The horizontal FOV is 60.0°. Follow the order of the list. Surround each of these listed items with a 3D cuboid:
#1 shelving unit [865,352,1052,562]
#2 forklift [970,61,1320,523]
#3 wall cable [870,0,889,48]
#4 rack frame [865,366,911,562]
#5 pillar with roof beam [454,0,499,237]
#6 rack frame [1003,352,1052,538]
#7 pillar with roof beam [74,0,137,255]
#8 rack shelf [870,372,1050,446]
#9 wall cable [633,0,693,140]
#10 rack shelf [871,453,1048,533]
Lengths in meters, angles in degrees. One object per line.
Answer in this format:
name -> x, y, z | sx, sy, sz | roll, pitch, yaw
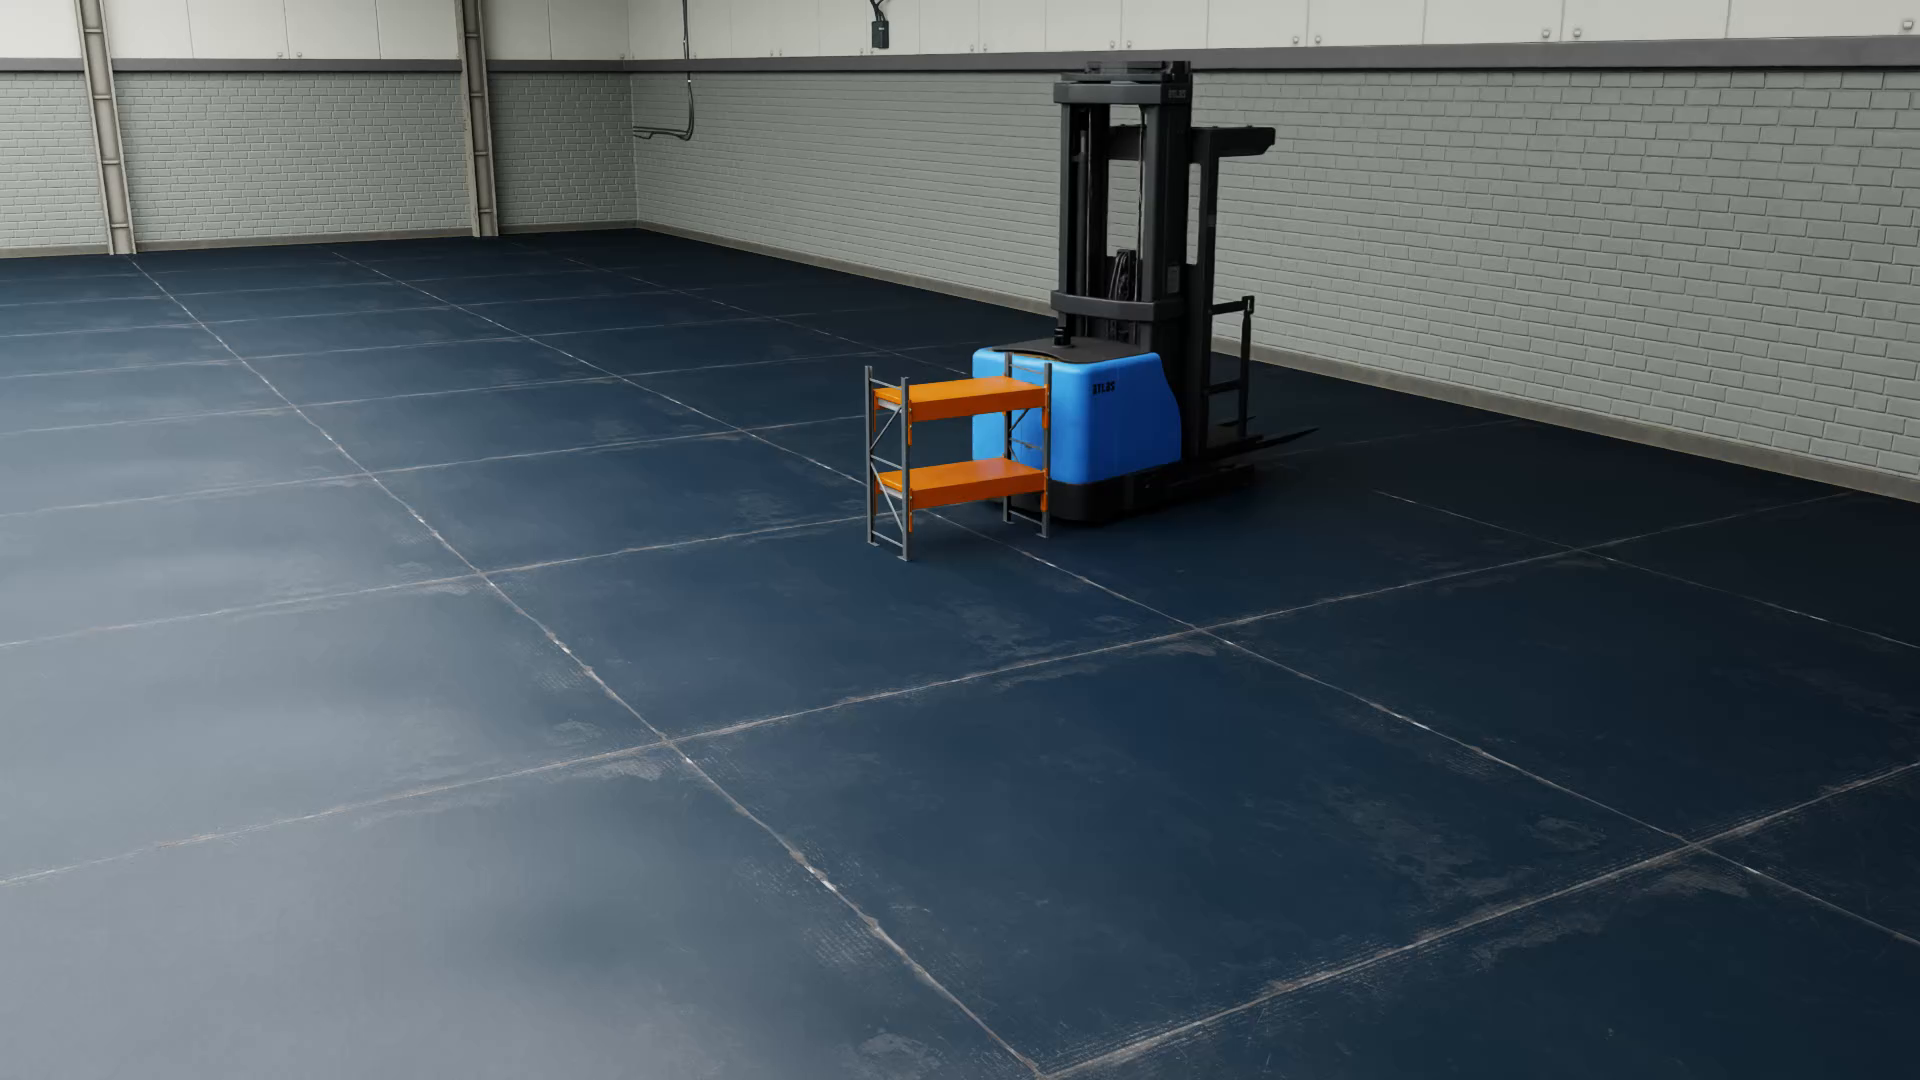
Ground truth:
shelving unit -> -0.006, -0.541, 10.408 | 1.048, 1.125, 0.538 | -9, 18, -30
forklift -> 1.471, -1.843, 11.708 | 3.031, 2.935, 1.130 | -15, 22, -43
wall cable -> -0.597, -9.442, 21.274 | 0.169, 6.003, 2.305 | -9, 18, -30
rack frame -> -0.442, -0.470, 10.156 | 0.032, 1.125, 0.500 | -9, 18, -30
pillar with roof beam -> -6.462, -8.904, 25.654 | 0.400, 9.000, 9.100 | -9, 18, -30
rack frame -> 0.430, -0.611, 10.661 | 0.032, 1.125, 0.500 | -9, 18, -30
pillar with roof beam -> -11.605, -8.070, 22.679 | 0.400, 9.000, 9.100 | -9, 18, -30
rack shelf -> -0.006, -0.823, 10.329 | 1.000, 0.278, 0.538 | -9, 18, -30
wall cable -> -5.473, -8.508, 29.996 | 0.112, 2.526, 3.097 | -9, 18, -30
rack shelf -> -0.006, -0.305, 10.474 | 1.000, 0.278, 0.538 | -9, 18, -30
